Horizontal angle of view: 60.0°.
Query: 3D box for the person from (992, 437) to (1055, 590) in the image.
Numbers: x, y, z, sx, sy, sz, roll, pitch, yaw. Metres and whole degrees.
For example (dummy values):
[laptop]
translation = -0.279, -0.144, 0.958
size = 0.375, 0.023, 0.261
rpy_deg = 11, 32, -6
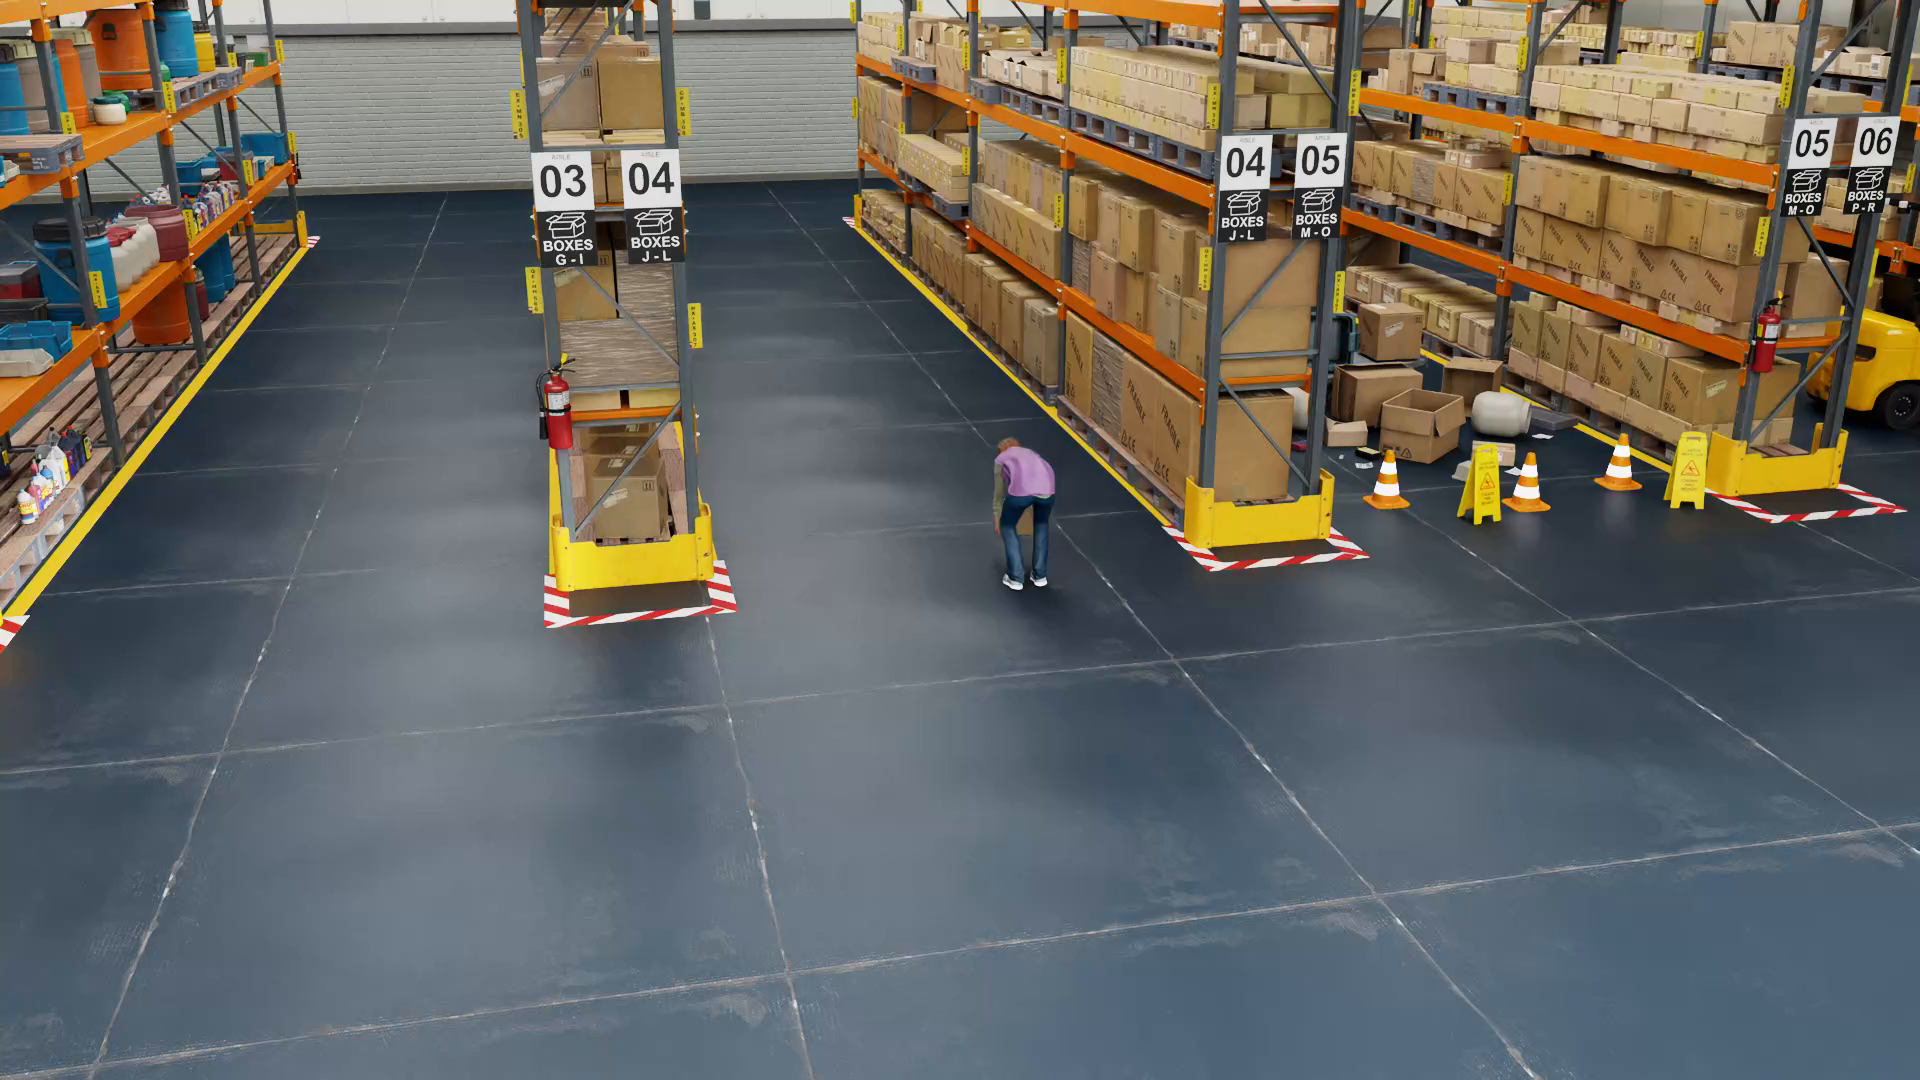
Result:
[person]
translation = 0.452, -0.201, 12.504
size = 0.389, 1.012, 0.868
rpy_deg = -5, 21, -14
